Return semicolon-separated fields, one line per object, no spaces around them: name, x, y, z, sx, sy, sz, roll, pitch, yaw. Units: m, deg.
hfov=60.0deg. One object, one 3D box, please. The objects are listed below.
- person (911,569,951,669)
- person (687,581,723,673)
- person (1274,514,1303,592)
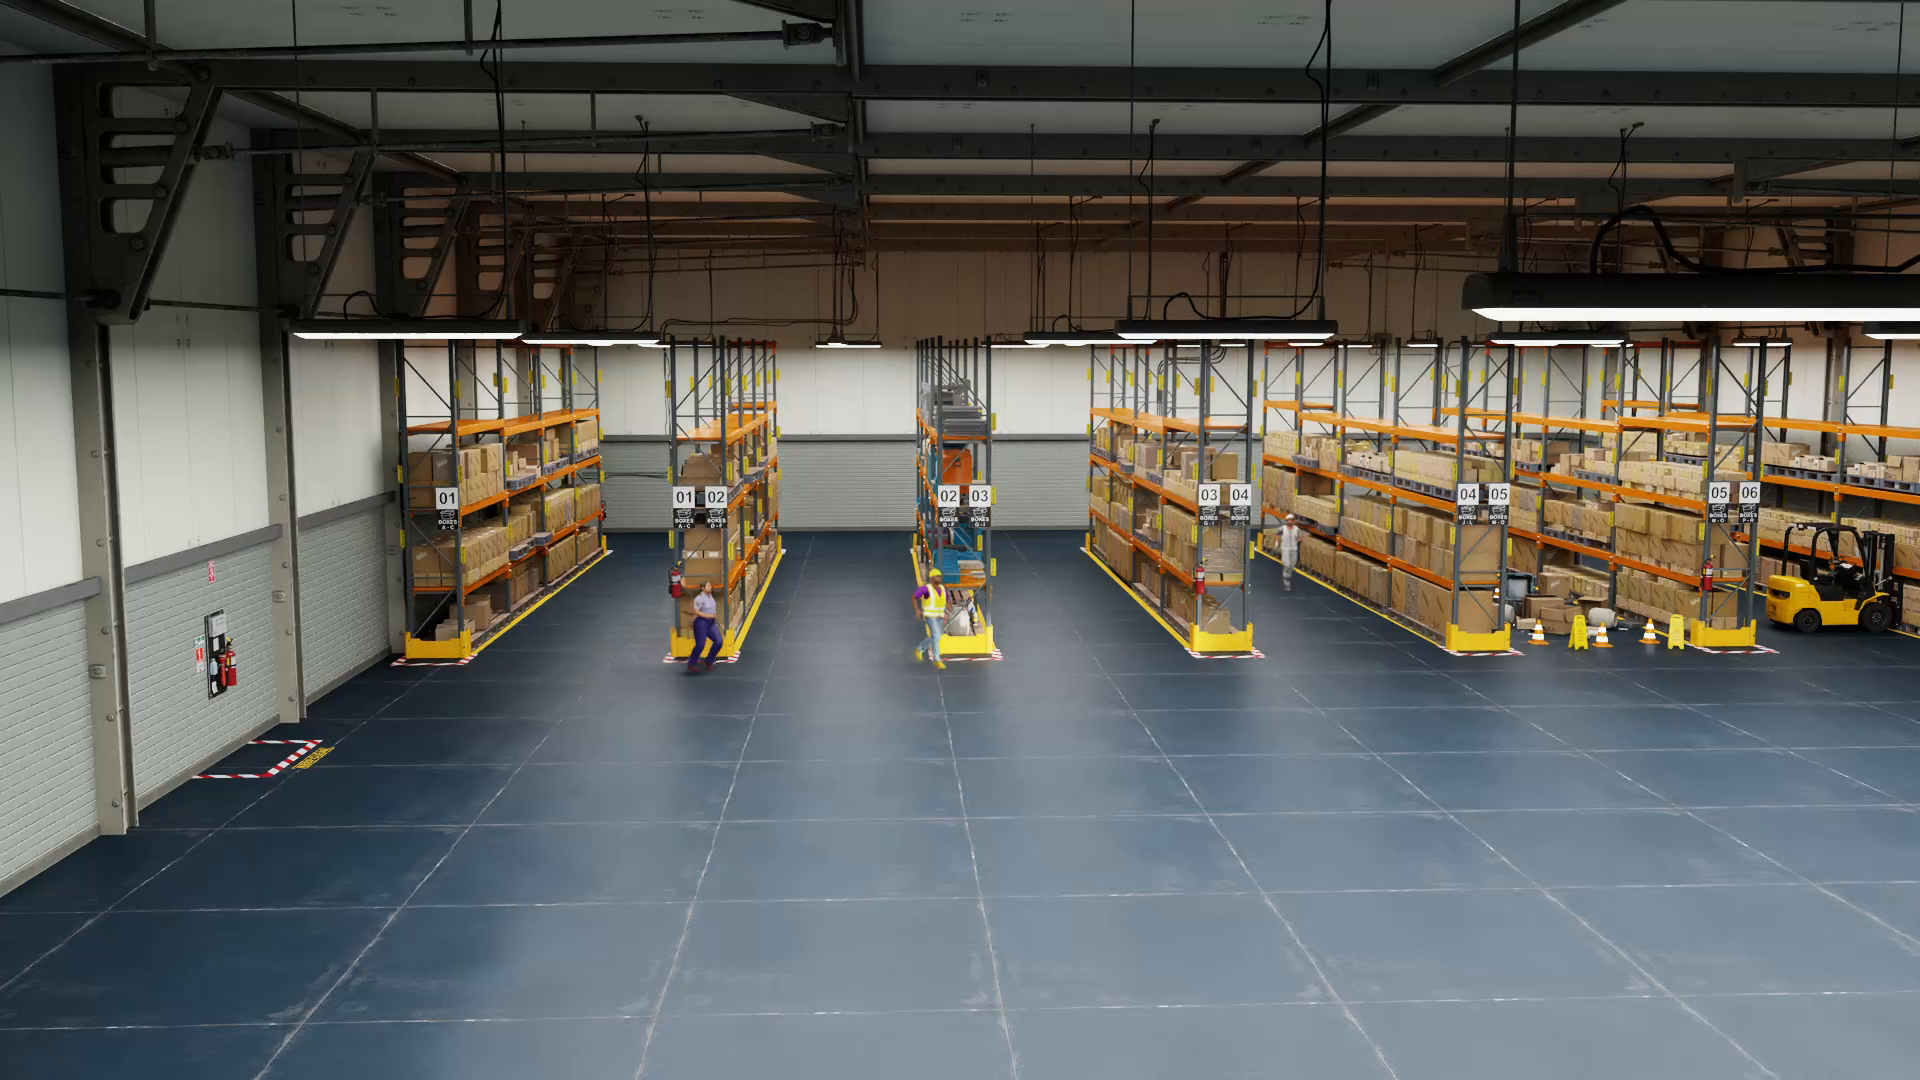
person;-0.454;1.415;30.306;0.744;1.750;0.874;-6;9;-43
person;-4.534;1.555;29.689;0.631;1.667;0.612;4;7;29
person;7.889;0.290;39.904;0.649;1.835;0.839;-1;7;-7
